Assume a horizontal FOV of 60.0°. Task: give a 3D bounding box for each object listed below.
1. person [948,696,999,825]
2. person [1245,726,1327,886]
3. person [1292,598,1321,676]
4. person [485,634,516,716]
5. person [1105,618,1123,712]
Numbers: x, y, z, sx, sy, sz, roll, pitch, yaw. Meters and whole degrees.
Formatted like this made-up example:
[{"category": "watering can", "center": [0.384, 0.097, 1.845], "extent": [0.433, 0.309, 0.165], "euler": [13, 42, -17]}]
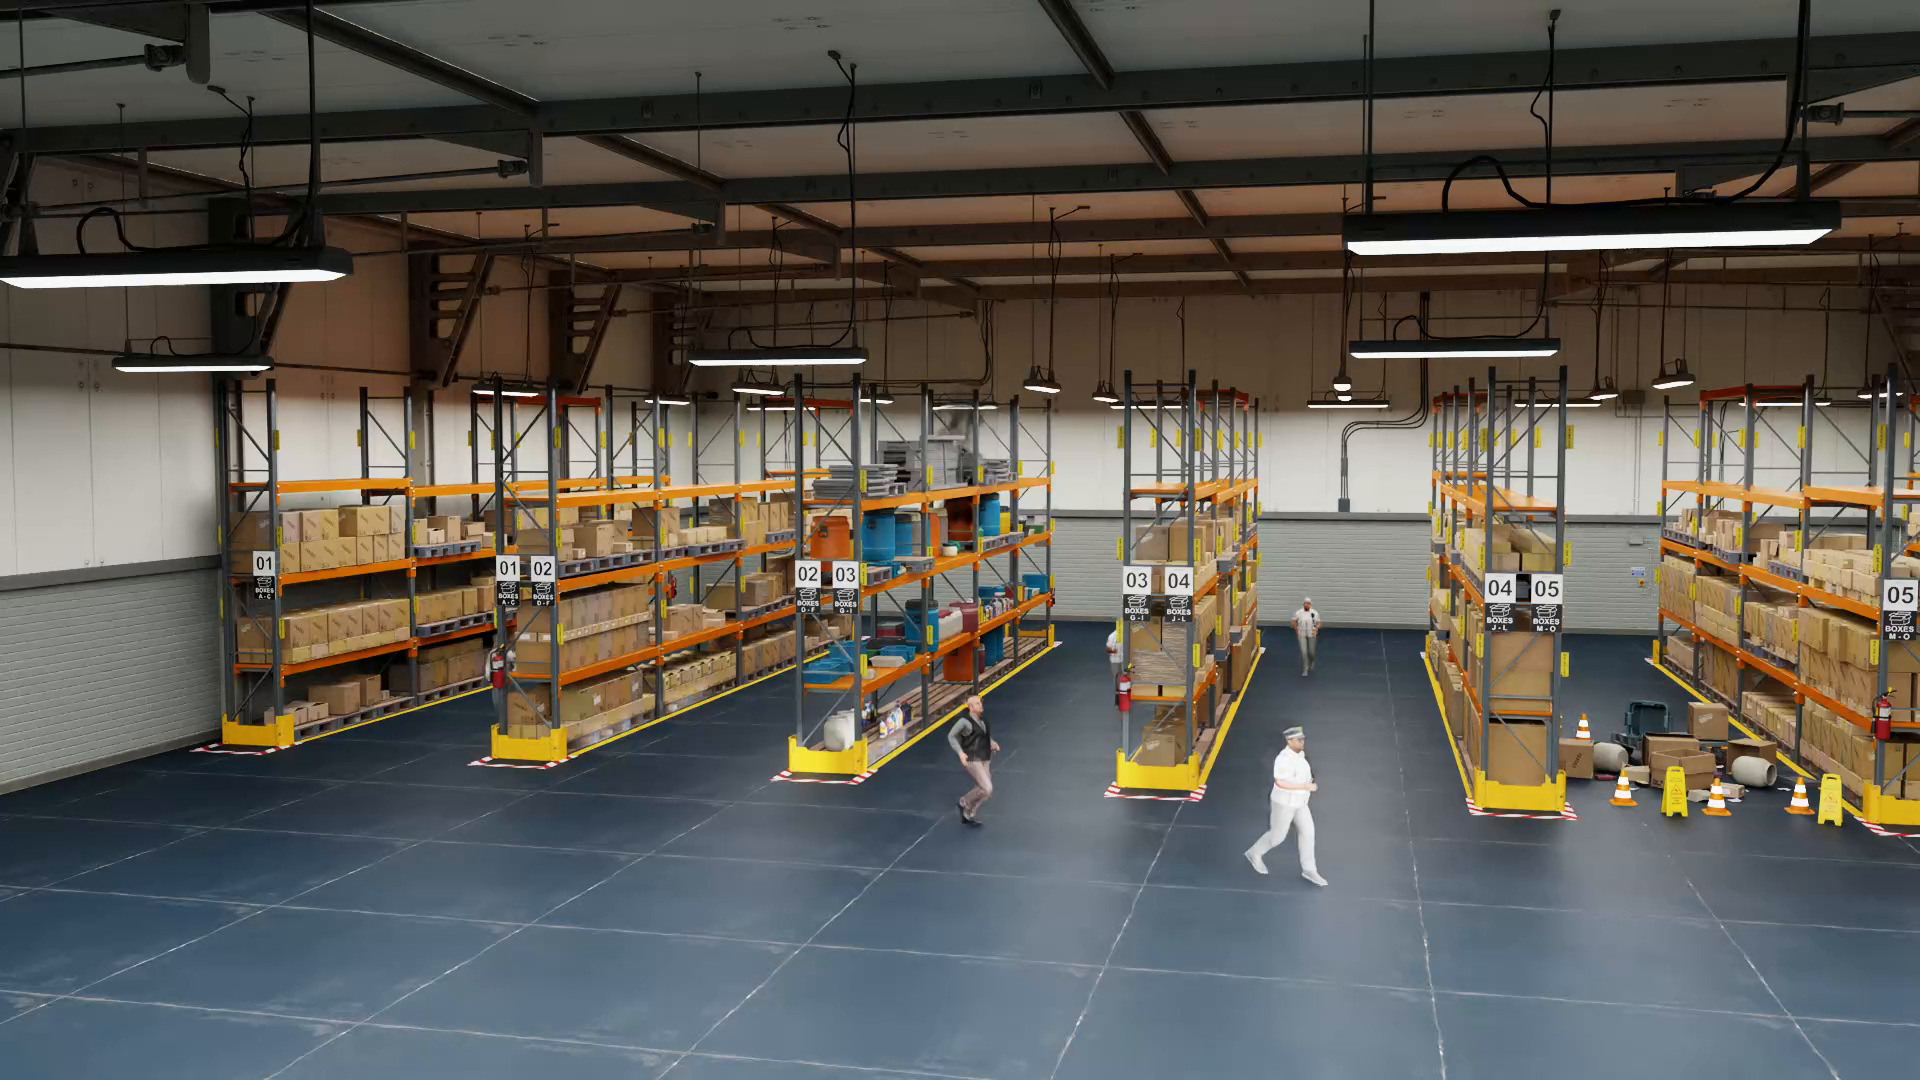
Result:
[{"category": "person", "center": [0.240, 2.864, 21.494], "extent": [0.591, 1.680, 0.644], "euler": [2, 4, 36]}, {"category": "person", "center": [3.704, 2.976, 18.848], "extent": [0.983, 1.784, 0.626], "euler": [3, 5, 43]}, {"category": "person", "center": [7.412, 2.056, 35.600], "extent": [0.614, 1.648, 0.652], "euler": [1, 4, 12]}, {"category": "person", "center": [-7.957, 2.451, 28.925], "extent": [0.639, 1.662, 0.564], "euler": [1, 3, 11]}, {"category": "person", "center": [2.983, 2.279, 30.825], "extent": [0.578, 1.698, 0.870], "euler": [0, 3, 8]}]
